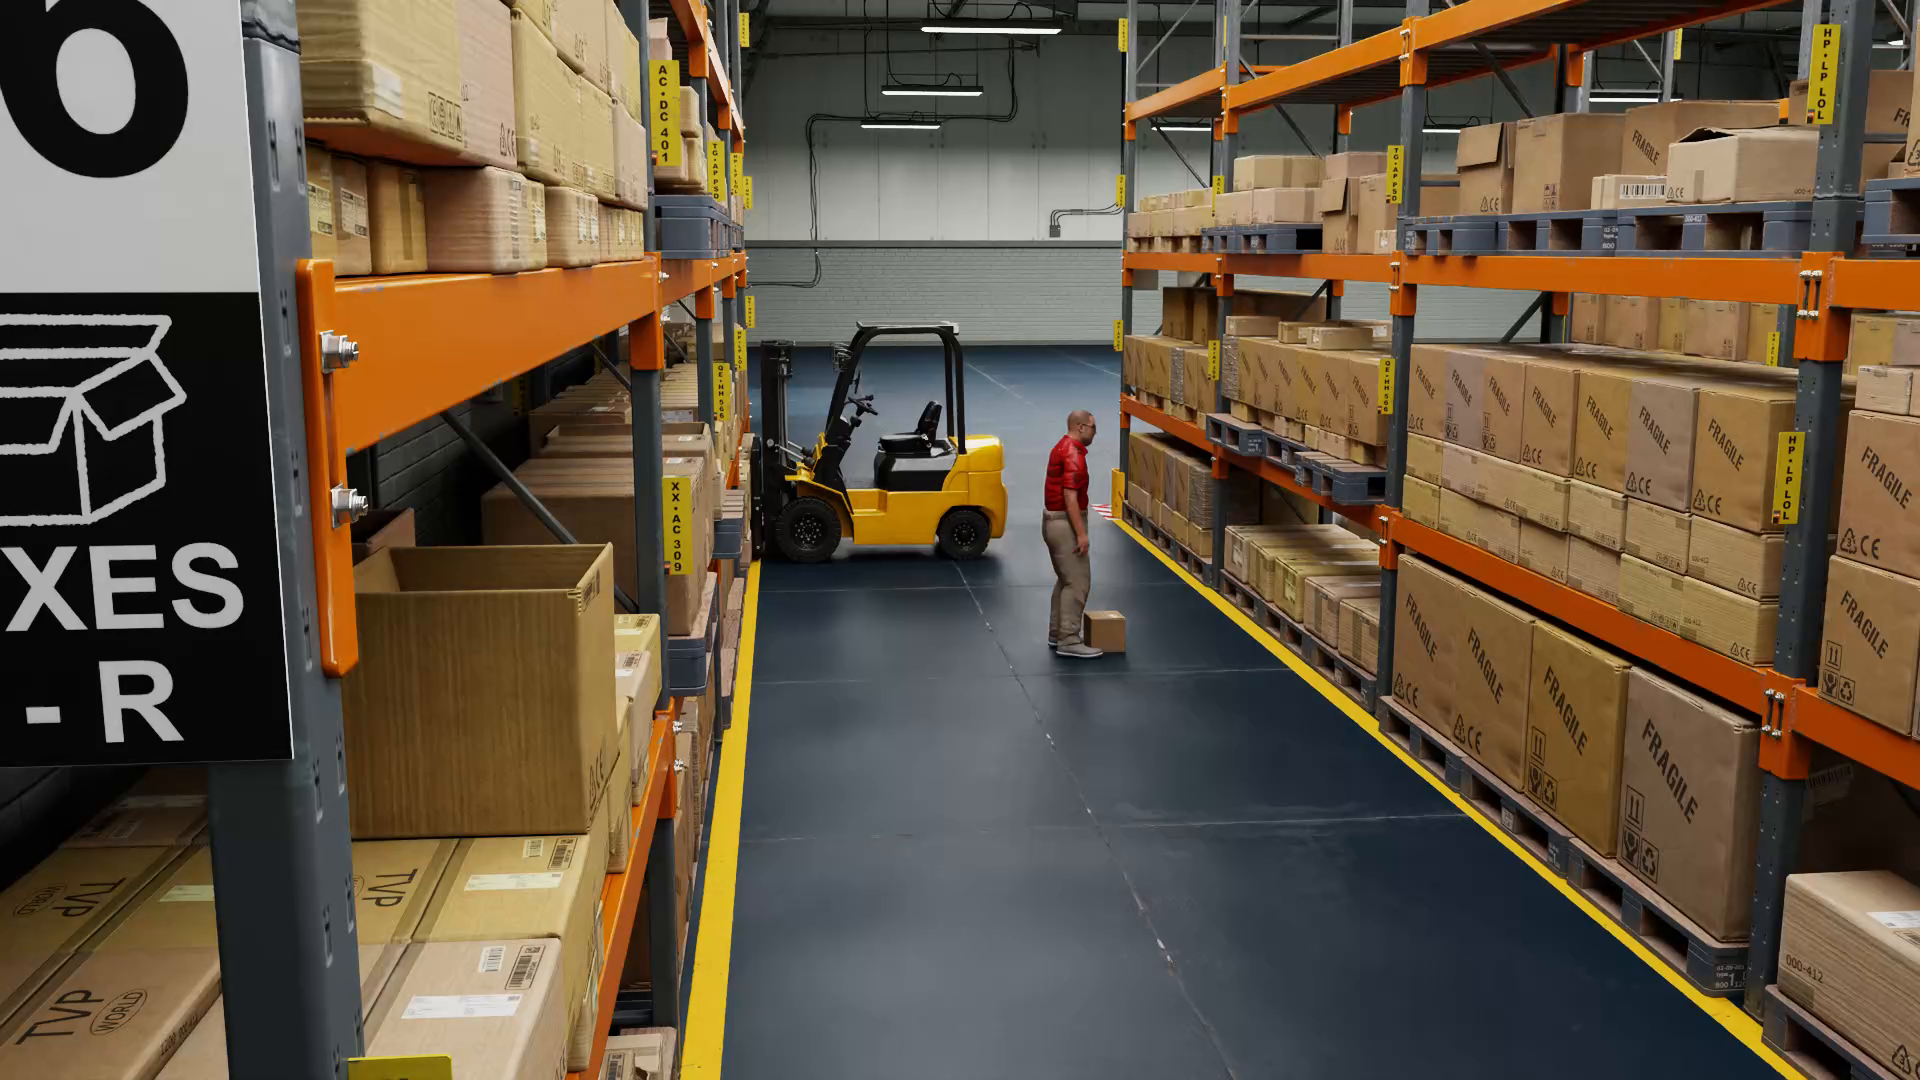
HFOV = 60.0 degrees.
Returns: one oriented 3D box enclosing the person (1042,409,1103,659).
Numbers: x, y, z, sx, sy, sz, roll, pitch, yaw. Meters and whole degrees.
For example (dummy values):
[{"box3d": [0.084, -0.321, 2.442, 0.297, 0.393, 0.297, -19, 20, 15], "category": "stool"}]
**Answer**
[{"box3d": [0.788, -0.062, 11.795, 0.389, 1.726, 0.587, -1, 10, -6], "category": "person"}]
